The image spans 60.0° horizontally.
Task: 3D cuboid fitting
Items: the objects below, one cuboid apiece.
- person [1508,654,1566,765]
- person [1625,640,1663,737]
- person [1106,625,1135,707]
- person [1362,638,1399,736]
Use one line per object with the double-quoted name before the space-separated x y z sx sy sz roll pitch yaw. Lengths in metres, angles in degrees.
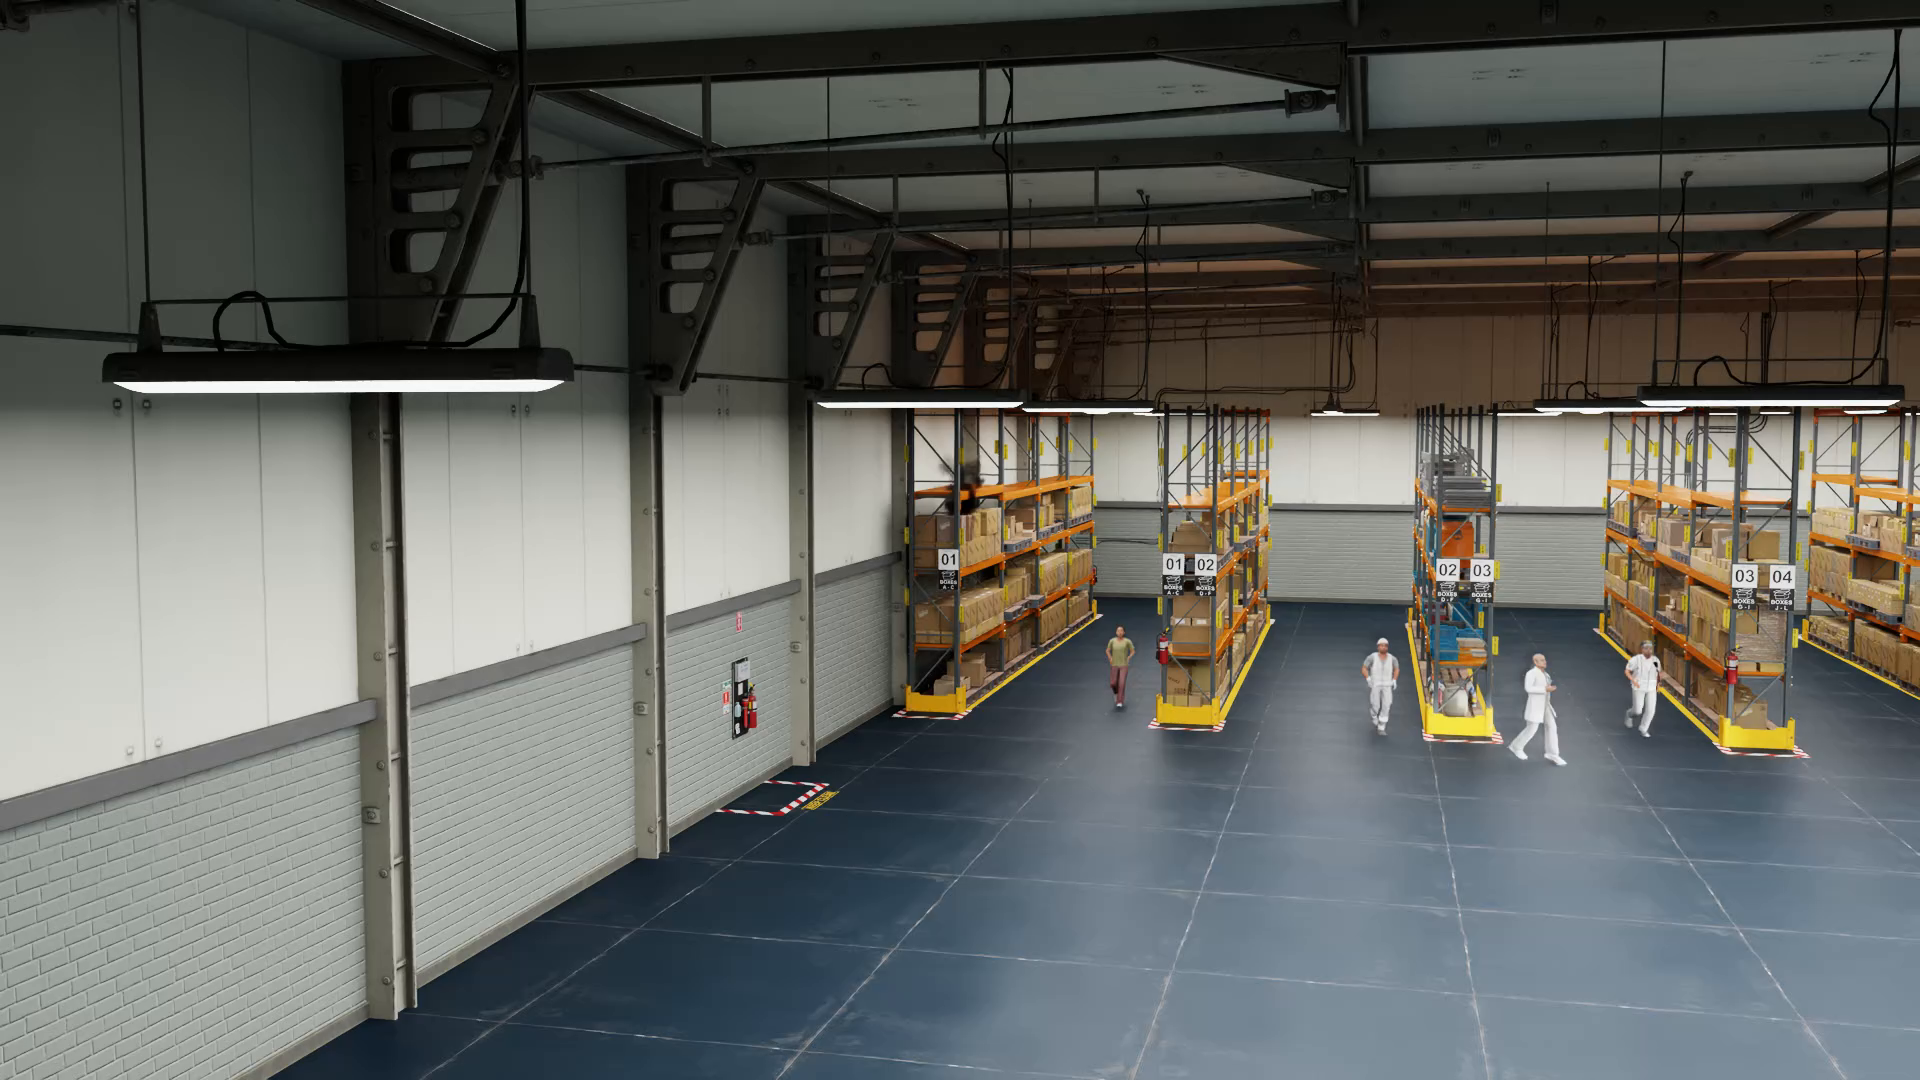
"person" 9.614 2.804 27.677 0.710 1.819 0.922 -4 5 -41
"person" 12.380 2.663 30.094 0.667 1.724 0.712 0 4 3
"person" 3.189 2.500 33.101 0.577 1.619 0.566 1 4 11
"person" 7.651 2.649 30.202 0.684 1.731 0.748 0 4 6
